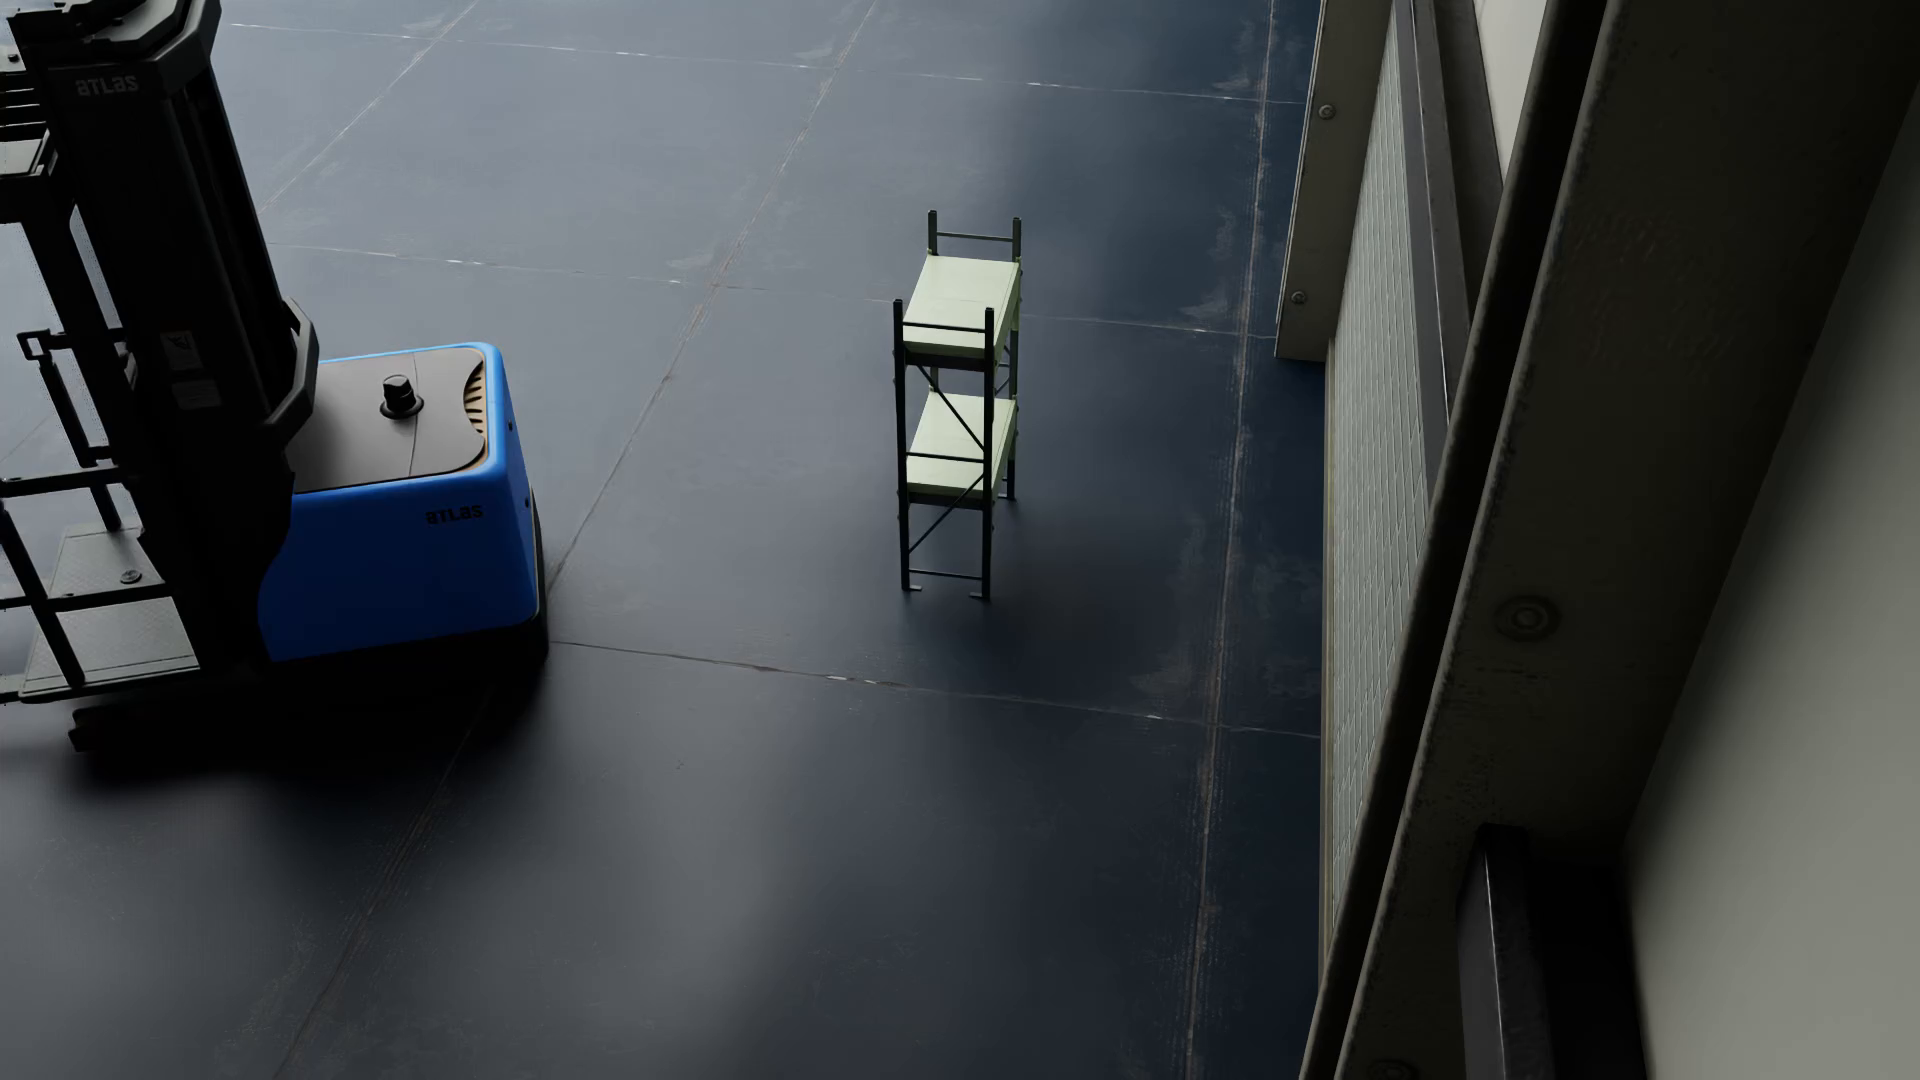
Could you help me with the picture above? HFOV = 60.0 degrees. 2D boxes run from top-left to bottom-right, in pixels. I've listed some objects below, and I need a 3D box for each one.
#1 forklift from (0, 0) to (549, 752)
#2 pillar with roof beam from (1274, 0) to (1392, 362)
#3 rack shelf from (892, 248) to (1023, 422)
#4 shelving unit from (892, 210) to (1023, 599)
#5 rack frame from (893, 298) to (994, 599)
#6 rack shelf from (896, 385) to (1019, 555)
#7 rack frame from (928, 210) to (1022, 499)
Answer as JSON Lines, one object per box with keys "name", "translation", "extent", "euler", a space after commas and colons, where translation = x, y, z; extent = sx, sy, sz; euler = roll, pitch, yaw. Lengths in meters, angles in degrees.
{"name": "forklift", "translation": [-3.320, -0.647, 6.233], "extent": [3.031, 2.935, 1.130], "euler": [-9, 40, -10]}
{"name": "pillar with roof beam", "translation": [-2.364, -5.033, 6.776], "extent": [9.100, 9.000, 0.400], "euler": [6, 40, 8]}
{"name": "rack shelf", "translation": [-0.001, -0.875, 7.018], "extent": [0.431, 0.370, 0.720], "euler": [6, 40, 8]}
{"name": "shelving unit", "translation": [-0.001, -0.574, 7.267], "extent": [0.431, 1.500, 0.755], "euler": [6, 40, 8]}
{"name": "rack frame", "translation": [-0.064, -0.344, 6.989], "extent": [0.400, 1.500, 0.023], "euler": [6, 40, 8]}
{"name": "rack shelf", "translation": [-0.001, -0.323, 7.475], "extent": [0.431, 0.370, 0.720], "euler": [6, 40, 8]}
{"name": "rack frame", "translation": [0.062, -0.804, 7.545], "extent": [0.400, 1.500, 0.023], "euler": [6, 40, 8]}
